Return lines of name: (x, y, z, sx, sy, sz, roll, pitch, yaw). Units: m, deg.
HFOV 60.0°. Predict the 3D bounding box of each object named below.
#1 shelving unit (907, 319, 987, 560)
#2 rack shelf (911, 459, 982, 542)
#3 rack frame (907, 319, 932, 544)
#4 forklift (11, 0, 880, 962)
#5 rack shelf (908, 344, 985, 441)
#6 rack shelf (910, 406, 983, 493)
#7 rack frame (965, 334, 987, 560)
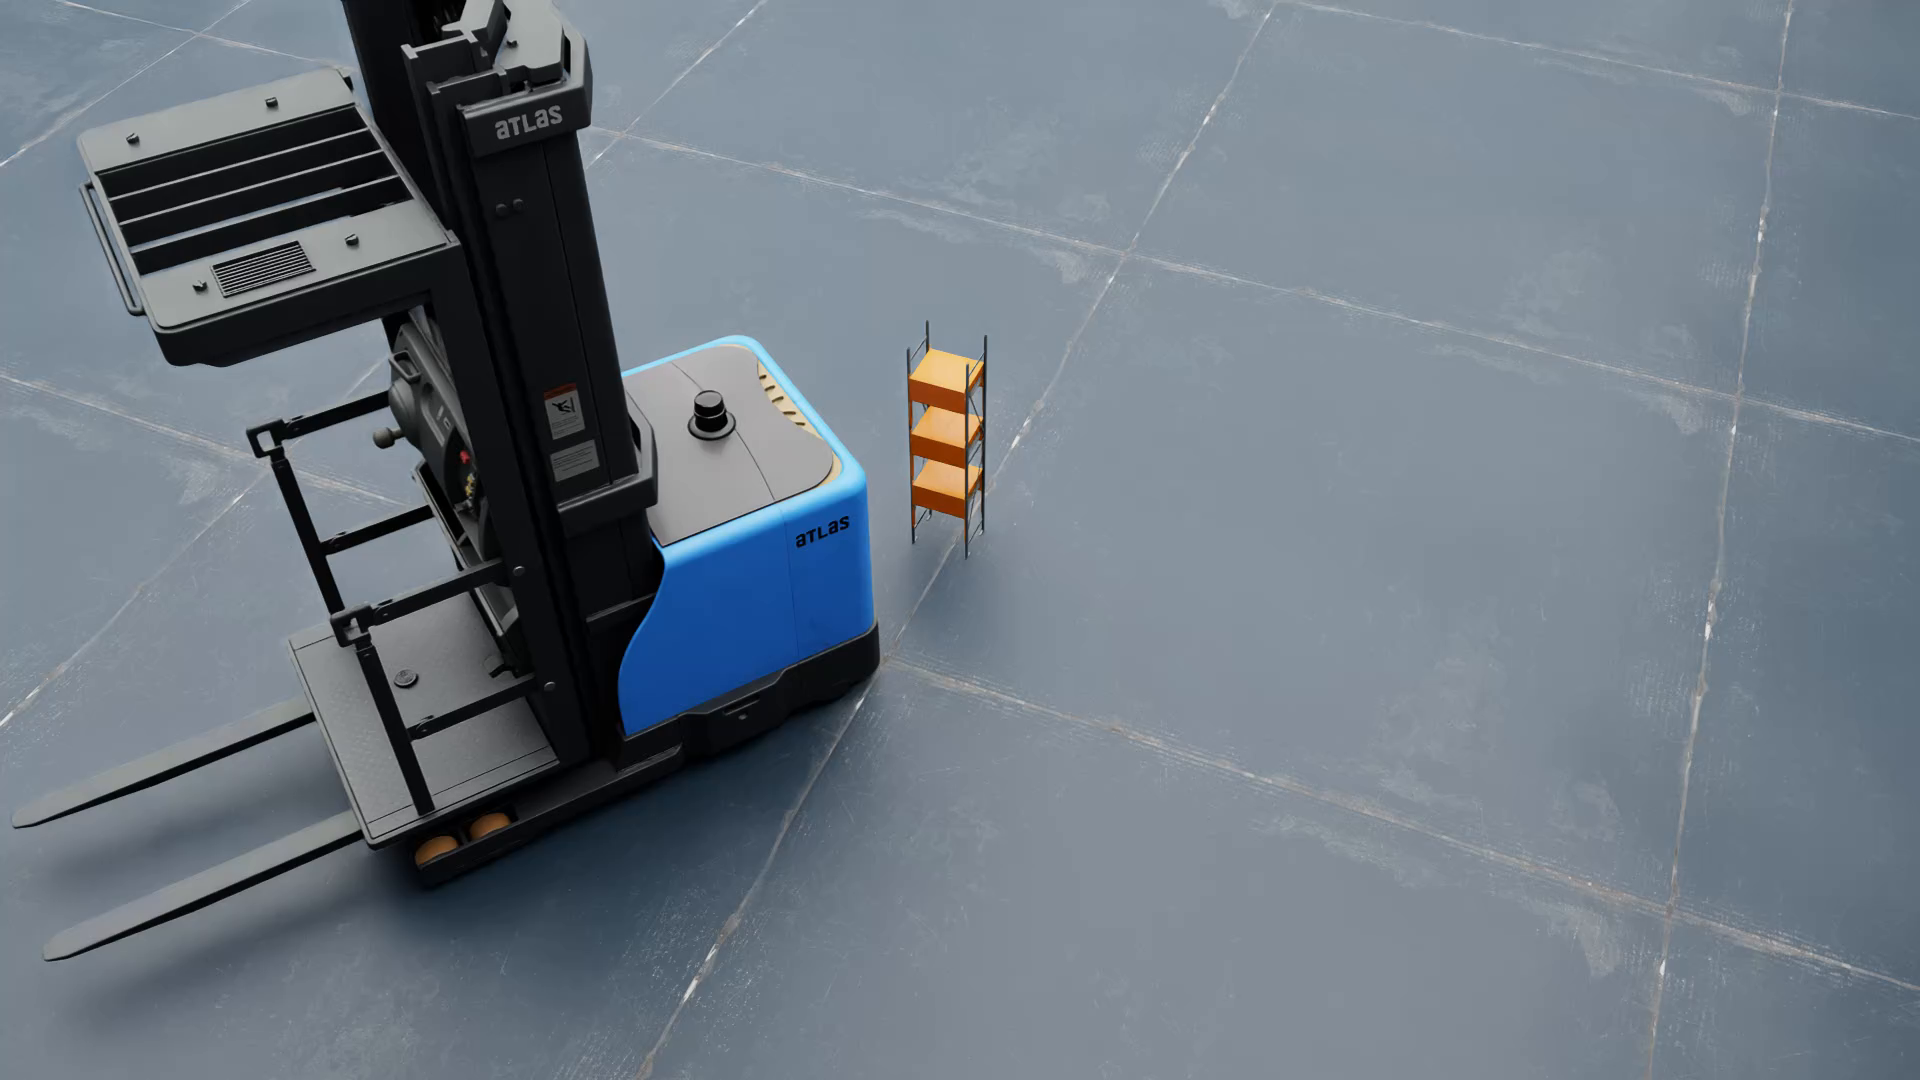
shelving unit: (-0.049, -0.387, 6.733, 0.252, 1.050, 0.215, 16, 47, 16)
rack shelf: (-0.049, -0.182, 6.937, 0.240, 0.259, 0.215, 16, 47, 16)
rack frame: (-0.162, -0.420, 6.767, 0.008, 1.050, 0.200, 16, 47, 16)
forklift: (-1.843, -0.262, 5.275, 3.031, 2.935, 1.130, -23, 49, -21)
rack shelf: (-0.049, -0.580, 6.541, 0.240, 0.259, 0.215, 16, 47, 16)
rack shelf: (-0.049, -0.379, 6.741, 0.240, 0.259, 0.215, 16, 47, 16)
rack frame: (0.063, -0.354, 6.700, 0.008, 1.050, 0.200, 16, 47, 16)
